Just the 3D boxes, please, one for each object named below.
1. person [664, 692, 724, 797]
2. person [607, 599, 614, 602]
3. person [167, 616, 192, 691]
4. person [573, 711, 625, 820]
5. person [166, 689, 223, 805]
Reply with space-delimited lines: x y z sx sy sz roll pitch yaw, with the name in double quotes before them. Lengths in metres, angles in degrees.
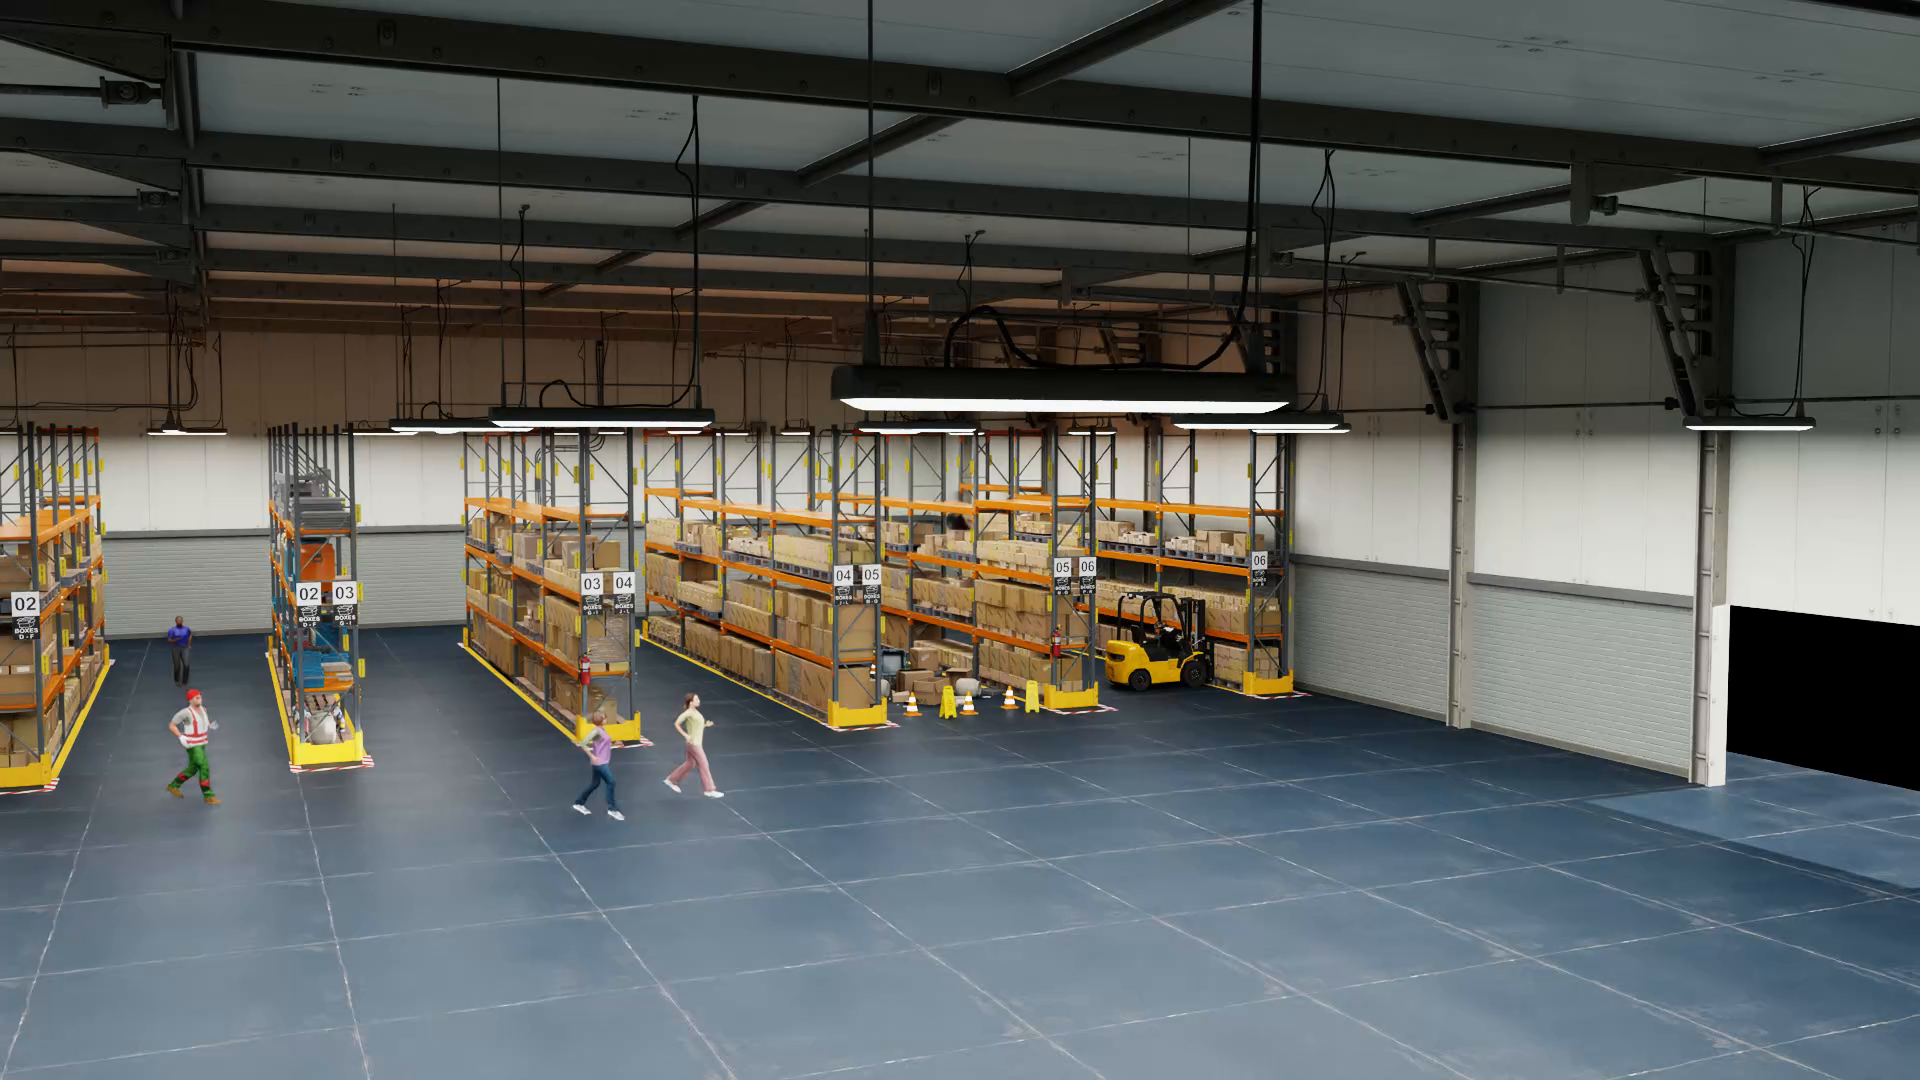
"person" -4.239 3.245 26.429 0.967 1.659 0.572 0 3 2
"person" -10.211 1.986 47.401 0.795 1.738 0.687 0 3 -5
"person" -17.781 2.582 37.936 0.556 1.714 0.714 -2 4 -32
"person" -5.425 3.395 24.953 0.783 1.605 0.518 0 4 -5
"person" -11.999 3.228 26.071 0.929 1.802 0.634 0 4 6
